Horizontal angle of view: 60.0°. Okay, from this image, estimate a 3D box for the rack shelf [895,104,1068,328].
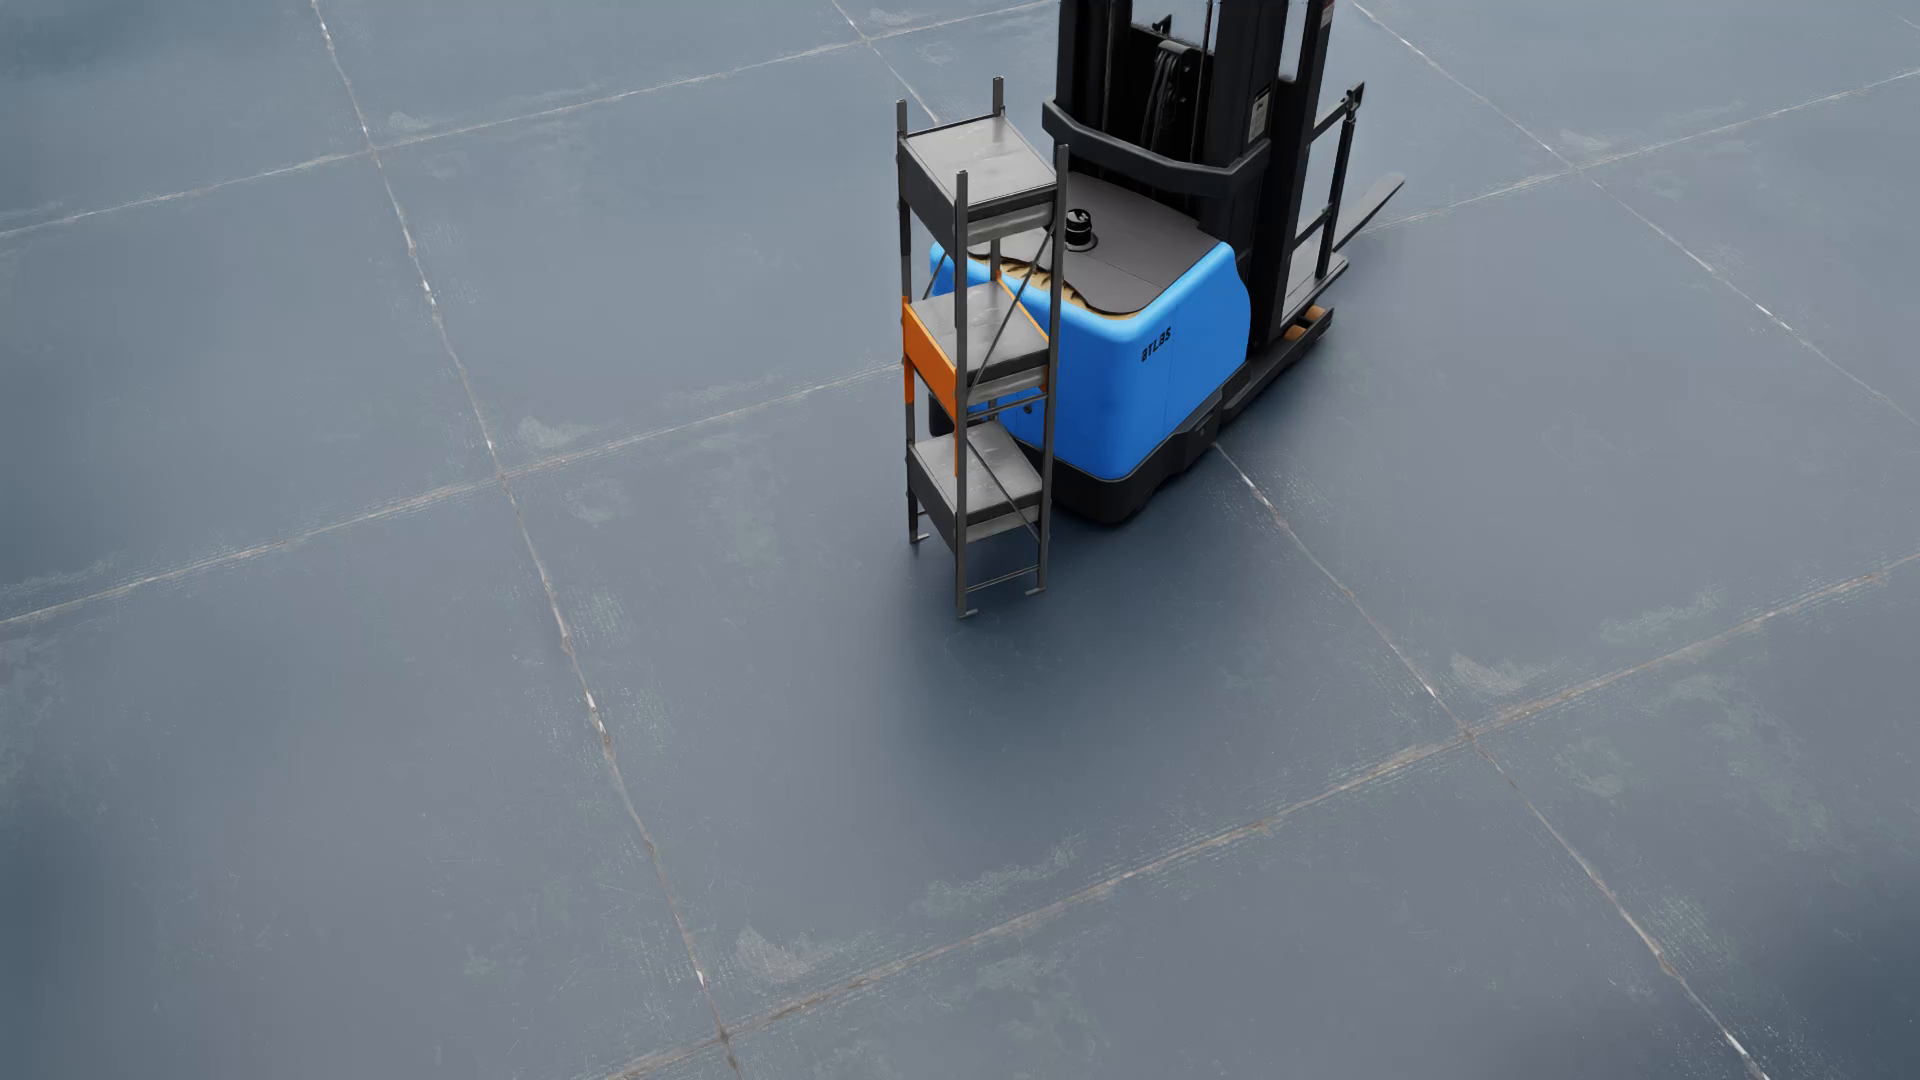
[{"bbox_3d":[0.070,-1.130,5.792,0.431,0.518,0.480,-18,47,-17],"label":"rack shelf"}]

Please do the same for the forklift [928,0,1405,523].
[{"bbox_3d":[1.156,-2.100,7.160,1.130,2.935,3.031,28,51,26],"label":"forklift"}]

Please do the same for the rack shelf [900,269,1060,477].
[{"bbox_3d":[0.070,-0.632,6.284,0.431,0.518,0.480,-18,47,-17],"label":"rack shelf"}]

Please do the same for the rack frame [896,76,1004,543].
[{"bbox_3d":[-0.033,-0.797,6.432,0.400,2.100,0.015,-18,47,-17],"label":"rack frame"}]

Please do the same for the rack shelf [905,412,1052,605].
[{"bbox_3d":[0.070,-0.134,6.776,0.431,0.518,0.480,-18,47,-17],"label":"rack shelf"}]

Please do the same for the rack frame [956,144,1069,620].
[{"bbox_3d":[0.172,-0.486,6.117,0.400,2.100,0.015,-18,47,-17],"label":"rack frame"}]

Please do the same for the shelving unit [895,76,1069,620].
[{"bbox_3d":[0.070,-0.642,6.274,0.431,2.100,0.503,-18,47,-17],"label":"shelving unit"}]
